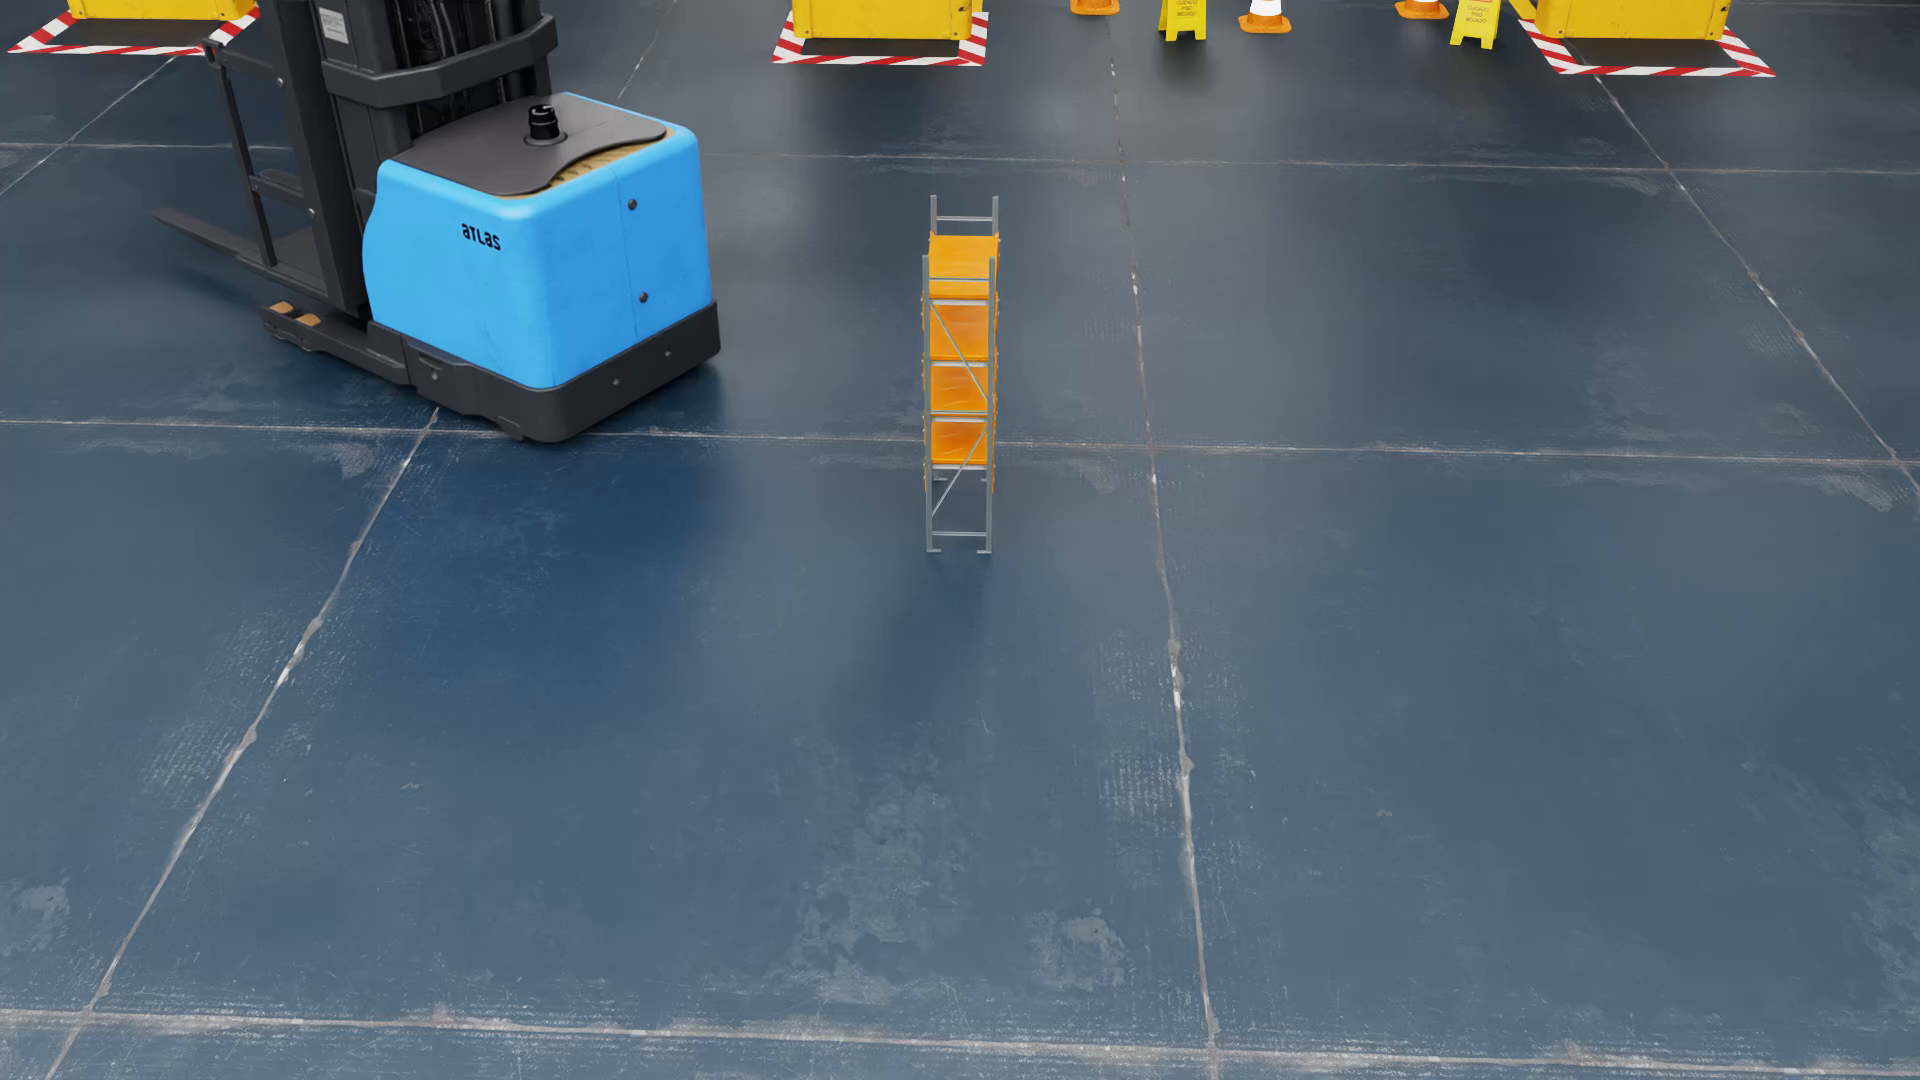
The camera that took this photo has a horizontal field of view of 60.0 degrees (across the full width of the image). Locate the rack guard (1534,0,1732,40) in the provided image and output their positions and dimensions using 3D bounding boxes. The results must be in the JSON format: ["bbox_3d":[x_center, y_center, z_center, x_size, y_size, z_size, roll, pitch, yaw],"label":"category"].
[{"bbox_3d":[4.443,-3.600,10.937,1.175,0.500,0.348,1,35,2],"label":"rack guard"}]

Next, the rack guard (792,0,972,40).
[{"bbox_3d":[-0.511,-3.599,10.936,1.175,0.500,0.348,1,35,2],"label":"rack guard"}]

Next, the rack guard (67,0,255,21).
[{"bbox_3d":[-5.459,-3.829,11.263,1.175,0.500,0.348,1,35,2],"label":"rack guard"}]

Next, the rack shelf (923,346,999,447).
[{"bbox_3d":[0.007,-0.531,6.079,0.258,0.148,0.480,1,35,2],"label":"rack shelf"}]

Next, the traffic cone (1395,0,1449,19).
[{"bbox_3d":[3.169,-3.818,11.280,0.336,0.463,0.334,1,35,2],"label":"traffic cone"}]

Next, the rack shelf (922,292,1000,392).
[{"bbox_3d":[0.007,-0.714,5.950,0.258,0.148,0.480,1,35,2],"label":"rack shelf"}]

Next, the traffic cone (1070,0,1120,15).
[{"bbox_3d":[0.930,-3.869,11.353,0.336,0.463,0.334,1,35,2],"label":"traffic cone"}]

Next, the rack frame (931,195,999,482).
[{"bbox_3d":[0.016,-0.726,6.240,0.240,1.200,0.015,1,35,2],"label":"rack frame"}]

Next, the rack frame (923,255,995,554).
[{"bbox_3d":[-0.003,-0.446,5.841,0.240,1.200,0.015,1,35,2],"label":"rack frame"}]

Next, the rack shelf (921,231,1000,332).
[{"bbox_3d":[0.007,-0.907,5.814,0.258,0.148,0.480,1,35,2],"label":"rack shelf"}]

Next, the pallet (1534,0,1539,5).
[{"bbox_3d":[4.511,-3.947,11.683,1.003,0.211,1.213,1,35,2],"label":"pallet"}]

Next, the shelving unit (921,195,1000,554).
[{"bbox_3d":[0.007,-0.586,6.040,0.258,1.200,0.503,1,35,2],"label":"shelving unit"}]

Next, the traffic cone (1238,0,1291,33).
[{"bbox_3d":[2.046,-3.648,11.038,0.336,0.463,0.334,1,35,2],"label":"traffic cone"}]

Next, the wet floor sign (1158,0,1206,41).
[{"bbox_3d":[1.467,-3.609,10.825,0.267,0.644,0.232,-4,35,-6],"label":"wet floor sign"}]

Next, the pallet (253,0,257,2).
[{"bbox_3d":[-5.391,-4.176,12.009,1.003,0.211,1.213,1,35,2],"label":"pallet"}]

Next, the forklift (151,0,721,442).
[{"bbox_3d":[-2.545,-2.264,6.922,3.031,2.935,1.130,23,41,29],"label":"forklift"}]

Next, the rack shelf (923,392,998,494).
[{"bbox_3d":[0.007,-0.368,6.193,0.258,0.148,0.480,1,35,2],"label":"rack shelf"}]

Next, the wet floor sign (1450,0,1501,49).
[{"bbox_3d":[3.363,-3.531,10.713,0.267,0.644,0.232,13,37,18],"label":"wet floor sign"}]
